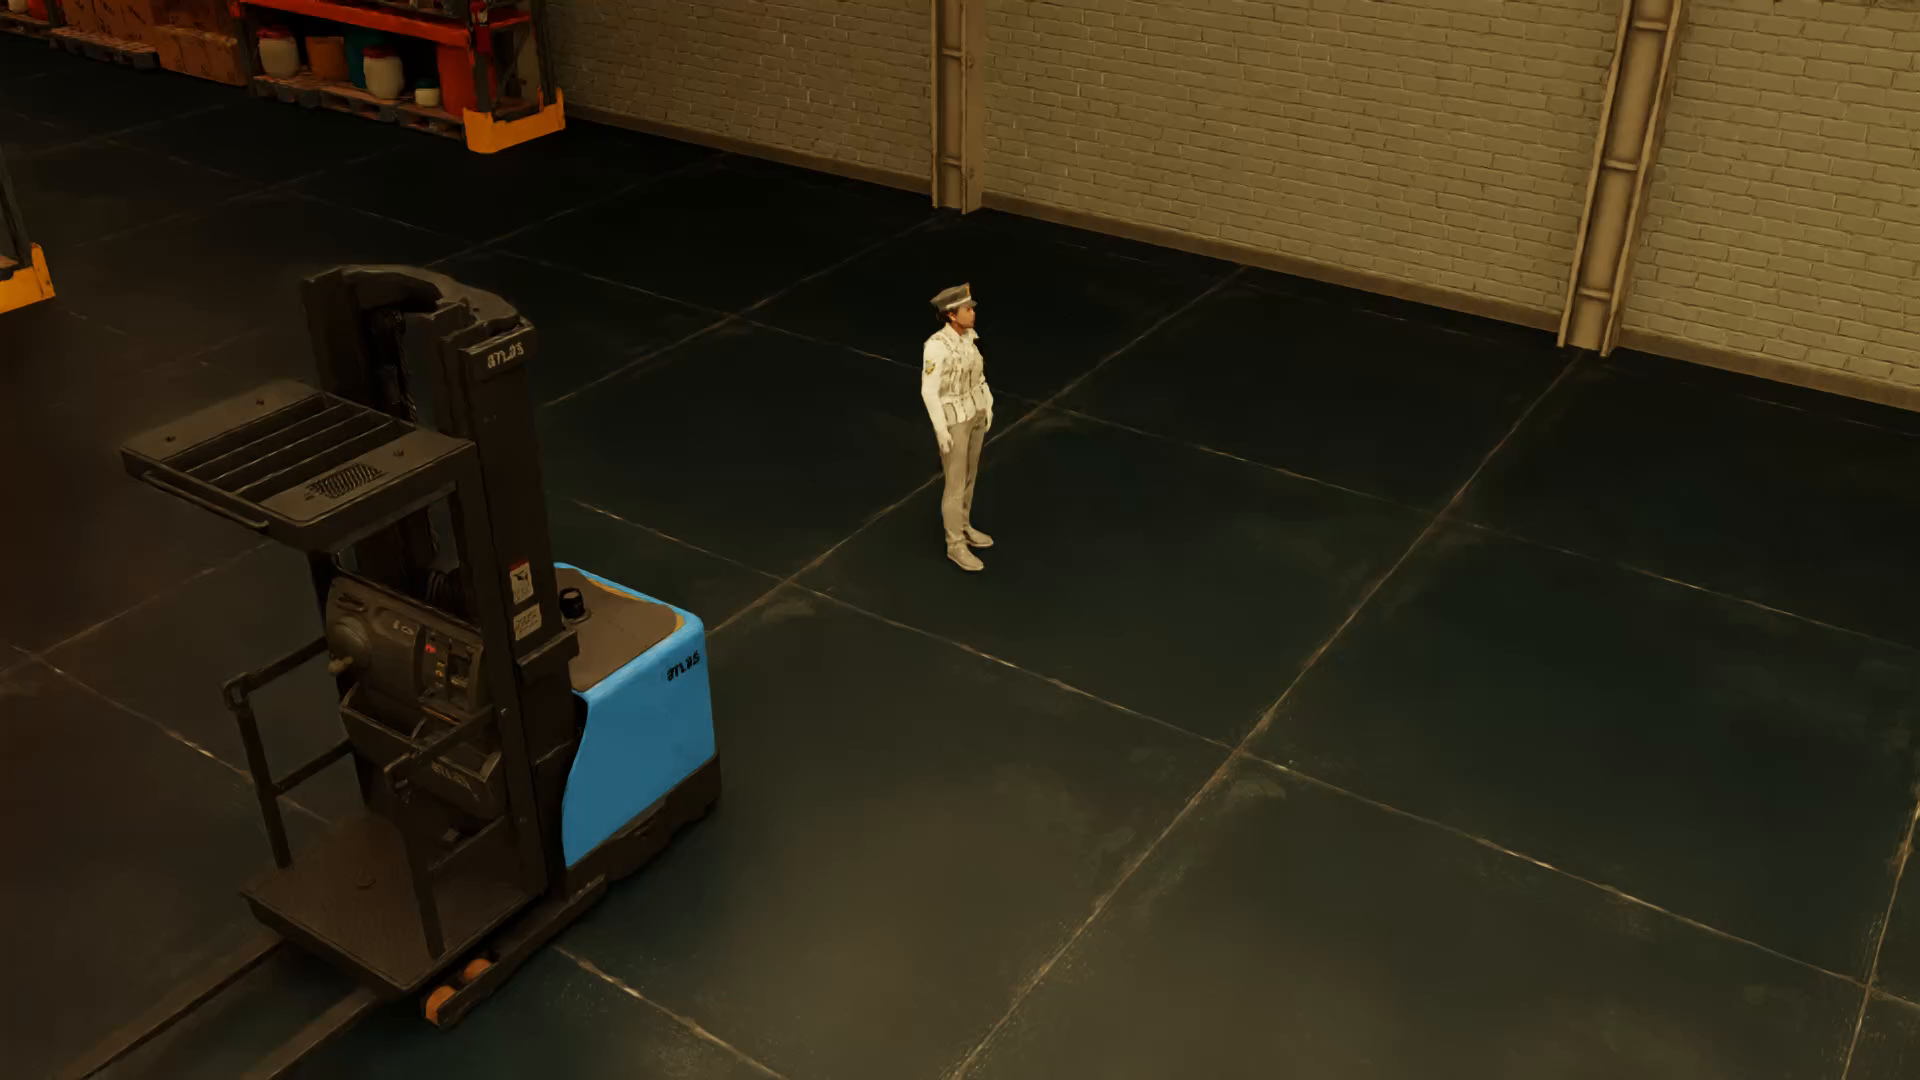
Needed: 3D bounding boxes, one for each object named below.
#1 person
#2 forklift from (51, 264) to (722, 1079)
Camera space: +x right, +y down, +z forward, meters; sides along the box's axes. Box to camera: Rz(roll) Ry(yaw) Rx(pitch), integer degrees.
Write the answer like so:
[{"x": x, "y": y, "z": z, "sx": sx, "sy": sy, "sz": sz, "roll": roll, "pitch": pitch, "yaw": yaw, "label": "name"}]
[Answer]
[{"x": 0.052, "y": -0.718, "z": 10.033, "sx": 0.532, "sy": 1.695, "sz": 0.586, "roll": 19, "pitch": 35, "yaw": 29, "label": "person"}, {"x": -2.415, "y": 0.501, "z": 6.719, "sx": 1.130, "sy": 2.935, "sz": 3.031, "roll": 19, "pitch": 35, "yaw": 29, "label": "forklift"}]
